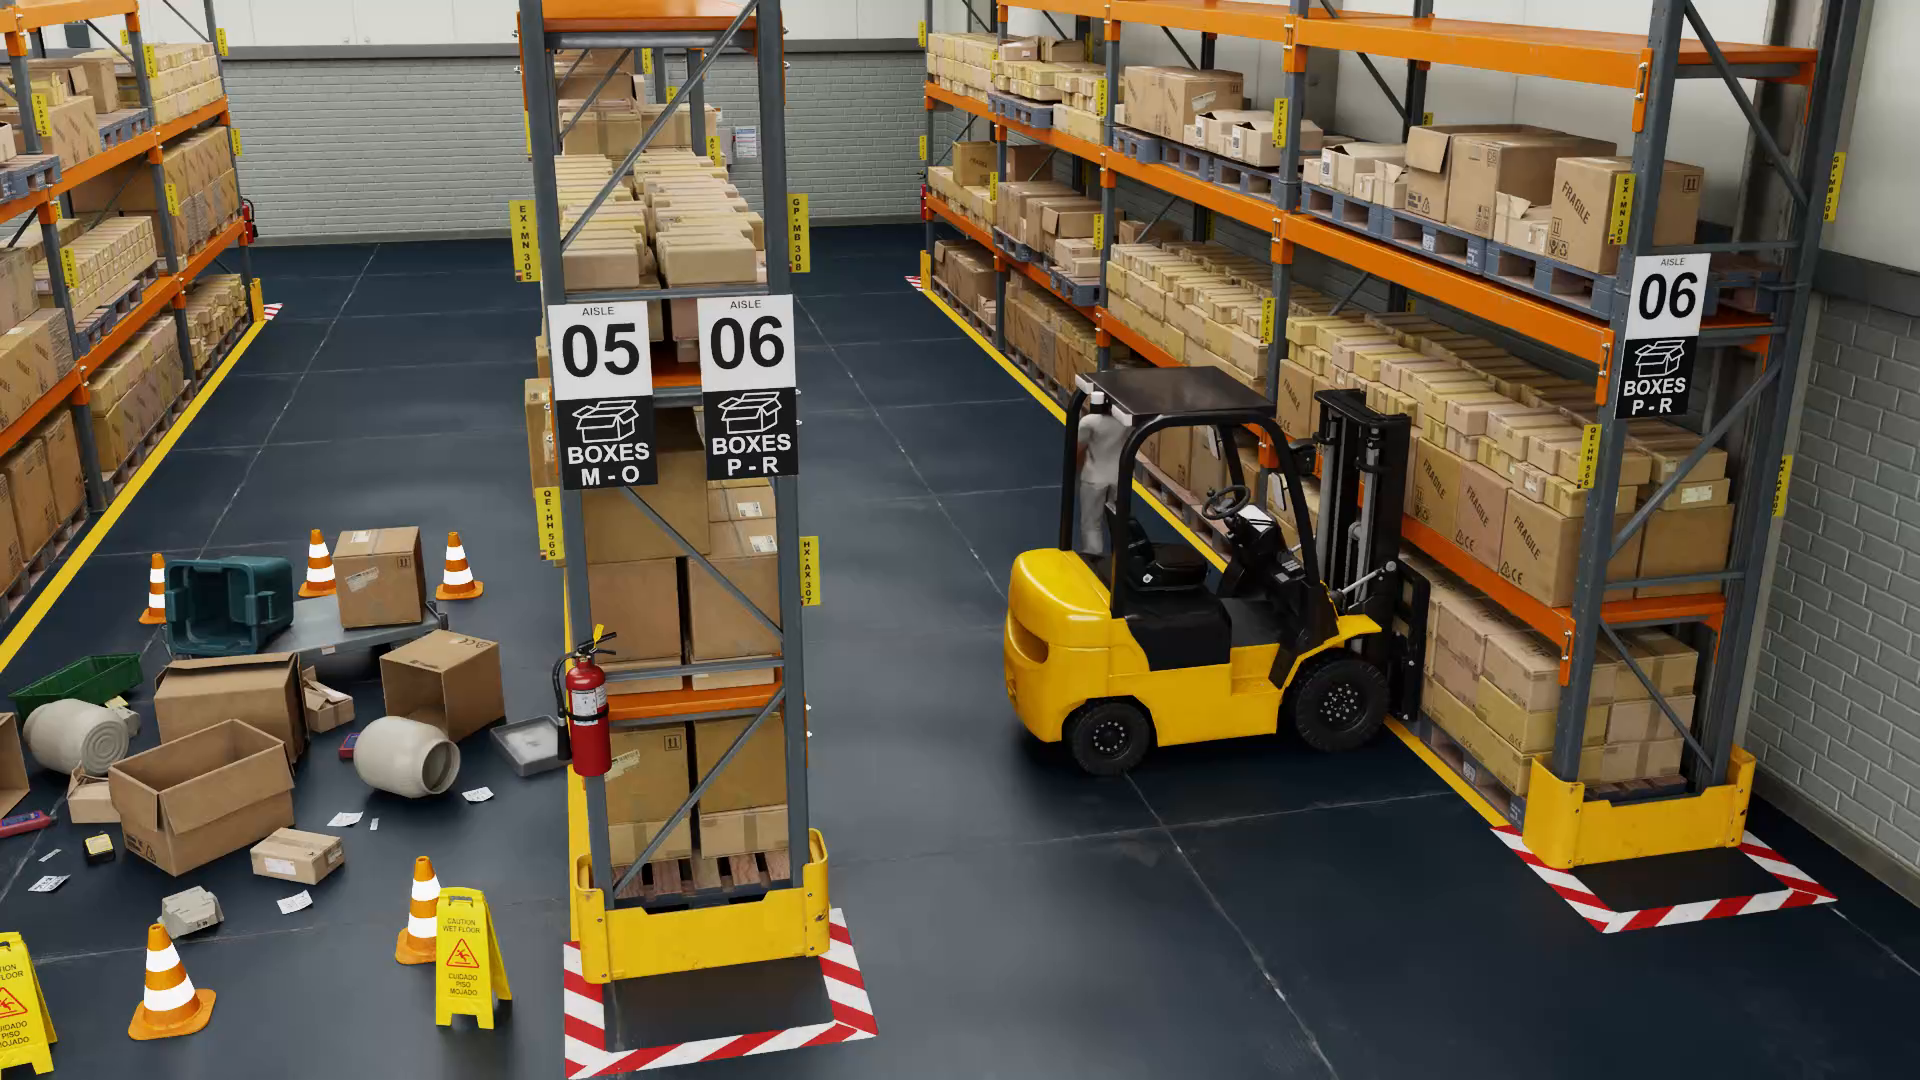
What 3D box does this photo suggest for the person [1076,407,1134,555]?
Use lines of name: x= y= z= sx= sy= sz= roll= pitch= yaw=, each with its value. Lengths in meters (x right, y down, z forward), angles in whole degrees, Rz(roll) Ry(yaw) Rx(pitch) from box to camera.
person: x=1.044 y=-0.435 z=12.285 sx=0.452 sy=1.676 sz=0.534 roll=-5 pitch=20 yaw=-13
